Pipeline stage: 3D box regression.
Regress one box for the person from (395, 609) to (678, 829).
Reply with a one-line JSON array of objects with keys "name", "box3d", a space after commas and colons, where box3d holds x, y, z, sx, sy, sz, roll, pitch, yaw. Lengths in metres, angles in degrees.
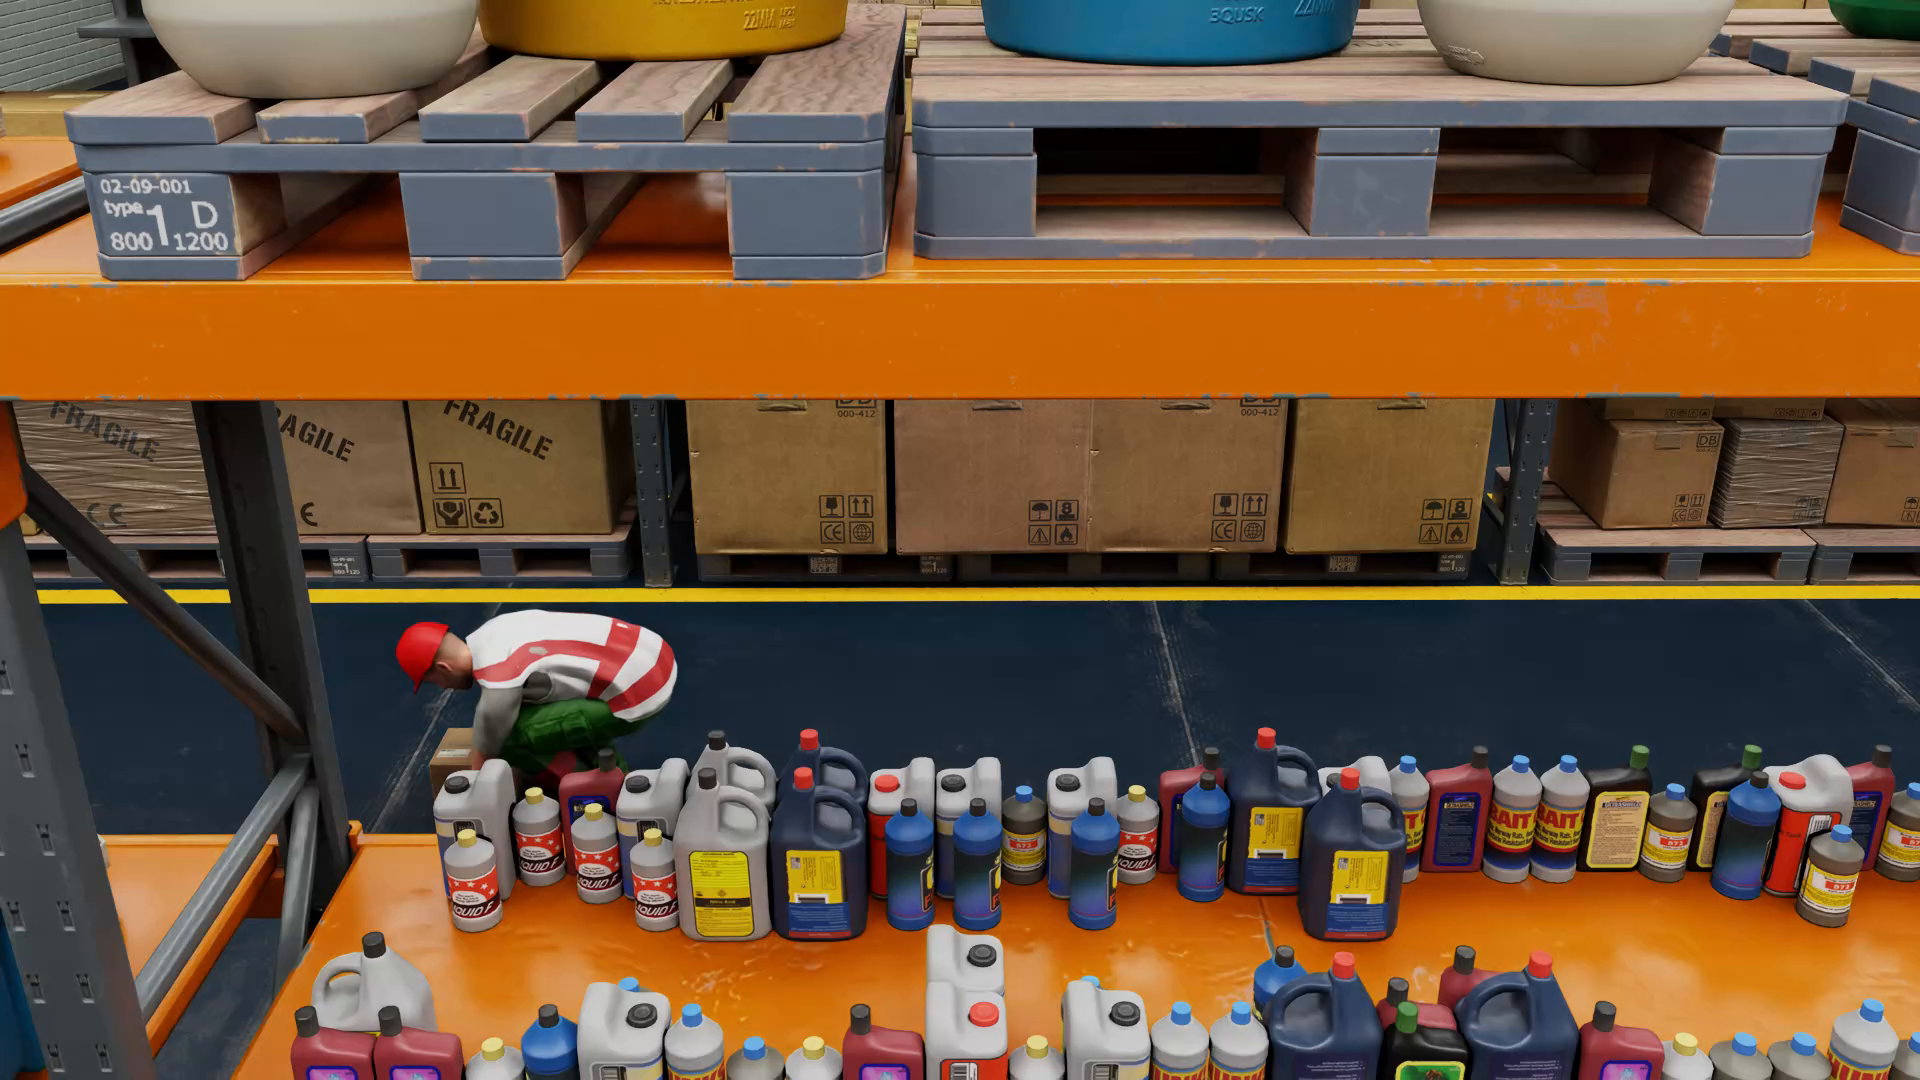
[{"name": "person", "box3d": [-1.481, 0.636, 5.931, 0.949, 0.801, 0.519, -1, 24, -2]}]
